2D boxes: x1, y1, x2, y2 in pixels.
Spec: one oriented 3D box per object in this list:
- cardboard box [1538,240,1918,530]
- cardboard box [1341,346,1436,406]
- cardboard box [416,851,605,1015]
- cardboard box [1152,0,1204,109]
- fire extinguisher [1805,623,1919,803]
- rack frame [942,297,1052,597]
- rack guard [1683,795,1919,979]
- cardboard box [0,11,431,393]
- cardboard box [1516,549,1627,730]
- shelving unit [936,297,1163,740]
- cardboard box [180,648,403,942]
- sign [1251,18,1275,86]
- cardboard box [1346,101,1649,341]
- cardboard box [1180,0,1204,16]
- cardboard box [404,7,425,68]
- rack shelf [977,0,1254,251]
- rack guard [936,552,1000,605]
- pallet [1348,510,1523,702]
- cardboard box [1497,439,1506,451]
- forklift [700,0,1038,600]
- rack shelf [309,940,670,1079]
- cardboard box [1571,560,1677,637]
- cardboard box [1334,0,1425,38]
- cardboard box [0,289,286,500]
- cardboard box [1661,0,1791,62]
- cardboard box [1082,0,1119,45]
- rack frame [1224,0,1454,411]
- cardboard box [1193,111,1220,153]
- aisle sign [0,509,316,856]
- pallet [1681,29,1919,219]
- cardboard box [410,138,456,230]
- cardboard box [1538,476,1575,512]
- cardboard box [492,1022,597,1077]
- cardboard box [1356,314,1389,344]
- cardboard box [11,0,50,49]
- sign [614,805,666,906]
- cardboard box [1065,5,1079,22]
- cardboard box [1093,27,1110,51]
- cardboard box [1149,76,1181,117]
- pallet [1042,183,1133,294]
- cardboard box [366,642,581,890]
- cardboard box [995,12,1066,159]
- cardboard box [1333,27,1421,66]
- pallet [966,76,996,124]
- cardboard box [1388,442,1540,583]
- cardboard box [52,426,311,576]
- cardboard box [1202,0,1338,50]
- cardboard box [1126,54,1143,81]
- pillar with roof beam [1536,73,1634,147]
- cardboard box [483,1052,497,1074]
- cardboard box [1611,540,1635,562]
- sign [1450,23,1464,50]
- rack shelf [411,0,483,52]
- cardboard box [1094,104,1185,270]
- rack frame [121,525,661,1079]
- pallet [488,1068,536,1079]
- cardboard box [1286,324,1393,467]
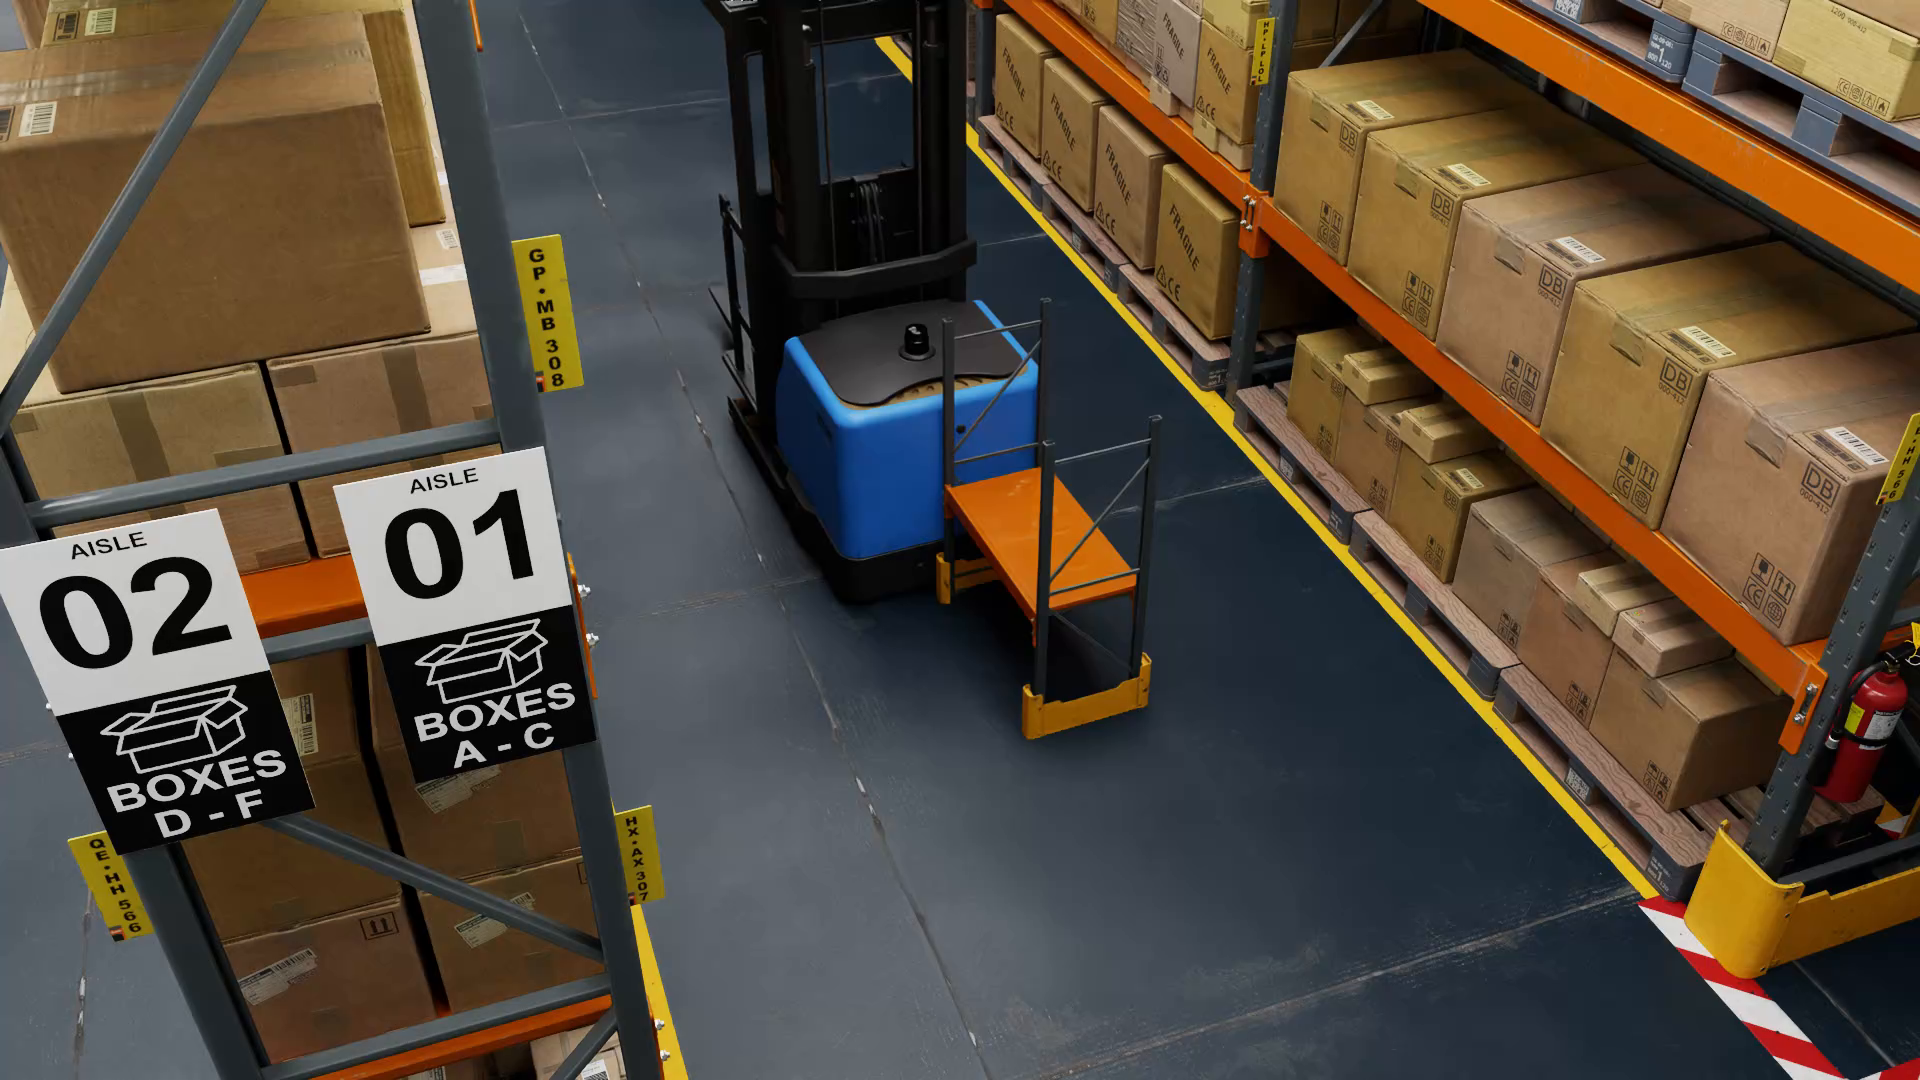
[{"bbox_3d":[2.908,-0.608,6.375,0.980,0.700,0.700,-13,39,-16],"label":"cardboard box"},{"bbox_3d":[2.085,-0.807,8.077,0.380,0.149,0.250,-11,38,-14],"label":"cardboard box"},{"bbox_3d":[-1.201,0.889,4.554,0.500,0.500,0.500,-12,39,-15],"label":"cardboard box"},{"bbox_3d":[1.397,-2.715,9.074,0.500,0.500,0.500,-12,39,-16],"label":"cardboard box"},{"bbox_3d":[2.972,0.567,5.439,0.296,0.674,0.183,-12,39,-16],"label":"fire extinguisher"},{"bbox_3d":[0.161,-0.388,7.579,0.500,1.500,0.032,-14,39,-18],"label":"rack frame"},{"bbox_3d":[3.362,1.219,6.277,1.175,0.500,0.348,-12,39,-16],"label":"rack guard"},{"bbox_3d":[-1.488,-0.690,3.326,0.700,0.500,0.500,-12,39,-16],"label":"cardboard box"},{"bbox_3d":[2.846,0.380,7.041,0.700,0.500,0.500,-13,39,-16],"label":"cardboard box"},{"bbox_3d":[0.358,-0.101,7.197,0.587,1.500,1.083,-14,39,-18],"label":"shelving unit"},{"bbox_3d":[-1.708,0.600,4.106,0.500,0.500,0.500,-13,39,-16],"label":"cardboard box"},{"bbox_3d":[1.471,-2.366,8.062,0.100,0.325,0.005,-12,39,-16],"label":"sign"},{"bbox_3d":[2.394,-1.450,7.492,0.980,0.700,0.700,-13,39,-17],"label":"cardboard box"},{"bbox_3d":[1.409,-3.021,8.858,0.500,0.250,0.500,-12,39,-15],"label":"cardboard box"},{"bbox_3d":[-1.740,-1.296,4.754,0.500,0.250,0.500,-12,39,-16],"label":"cardboard box"},{"bbox_3d":[1.289,-2.896,10.259,1.077,0.370,4.000,-12,39,-16],"label":"rack shelf"},{"bbox_3d":[0.169,0.122,7.941,0.587,0.250,0.087,-14,39,-18],"label":"rack guard"},{"bbox_3d":[2.589,0.197,7.874,1.003,0.211,1.213,-12,39,-16],"label":"pallet"},{"bbox_3d":[2.635,-0.572,7.766,0.380,0.149,0.250,-12,39,-15],"label":"cardboard box"},{"bbox_3d":[-0.623,-1.771,8.226,1.130,2.935,3.031,-14,39,-18],"label":"forklift"},{"bbox_3d":[-1.985,0.392,5.895,1.077,0.370,4.000,-12,39,-16],"label":"rack shelf"},{"bbox_3d":[2.715,0.224,6.709,0.380,0.149,0.250,-11,38,-15],"label":"cardboard box"},{"bbox_3d":[2.063,-2.833,8.608,0.500,0.250,0.500,-11,38,-15],"label":"cardboard box"},{"bbox_3d":[-1.713,-0.341,3.486,0.500,0.250,0.500,-12,39,-16],"label":"cardboard box"},{"bbox_3d":[2.672,-1.792,5.396,0.500,0.250,0.500,-14,39,-18],"label":"cardboard box"},{"bbox_3d":[1.055,-3.281,9.826,0.500,0.500,0.500,-11,38,-15],"label":"cardboard box"},{"bbox_3d":[1.977,-2.053,8.543,1.000,3.000,0.127,-12,39,-16],"label":"rack frame"},{"bbox_3d":[1.486,-2.231,8.971,0.380,0.149,0.250,-12,39,-15],"label":"cardboard box"},{"bbox_3d":[-1.560,0.298,3.261,0.394,0.787,0.004,-12,39,-16],"label":"aisle sign"},{"bbox_3d":[3.088,-1.373,5.221,1.003,0.211,1.213,-12,39,-16],"label":"pallet"},{"bbox_3d":[-1.394,-0.732,4.005,0.500,0.250,0.500,-12,39,-16],"label":"cardboard box"},{"bbox_3d":[2.812,-0.283,7.383,0.380,0.149,0.250,-12,39,-15],"label":"cardboard box"},{"bbox_3d":[-1.389,1.509,5.734,0.500,0.250,0.500,-12,39,-16],"label":"cardboard box"},{"bbox_3d":[2.275,-1.161,8.548,0.380,0.149,0.250,-13,39,-16],"label":"cardboard box"},{"bbox_3d":[-1.854,-1.250,4.070,0.700,0.500,0.500,-12,39,-16],"label":"cardboard box"},{"bbox_3d":[-0.787,0.776,4.067,0.100,0.325,0.005,-12,39,-16],"label":"sign"},{"bbox_3d":[0.887,-3.413,10.541,0.380,0.149,0.250,-12,39,-15],"label":"cardboard box"},{"bbox_3d":[1.034,-3.122,10.154,0.380,0.149,0.250,-12,39,-16],"label":"cardboard box"},{"bbox_3d":[1.293,-2.523,9.360,0.380,0.149,0.250,-12,39,-16],"label":"cardboard box"},{"bbox_3d":[1.217,-2.050,10.856,1.003,0.211,1.213,-12,39,-16],"label":"pallet"},{"bbox_3d":[-1.201,0.490,4.253,0.500,0.500,0.500,-11,38,-15],"label":"cardboard box"},{"bbox_3d":[0.730,-3.179,11.476,0.750,0.750,0.750,-13,39,-17],"label":"cardboard box"},{"bbox_3d":[2.055,-2.532,8.832,0.500,0.500,0.500,-14,39,-17],"label":"cardboard box"},{"bbox_3d":[0.333,-3.641,12.968,1.003,0.211,1.213,-12,39,-16],"label":"pallet"},{"bbox_3d":[2.482,-0.204,7.816,0.700,0.500,0.500,-12,39,-15],"label":"cardboard box"},{"bbox_3d":[-1.721,-0.140,3.634,0.500,0.250,0.500,-12,39,-16],"label":"cardboard box"},{"bbox_3d":[1.576,-2.730,8.472,0.500,0.250,0.500,-12,38,-15],"label":"cardboard box"},{"bbox_3d":[1.199,-2.820,9.753,0.380,0.149,0.250,-13,39,-17],"label":"cardboard box"},{"bbox_3d":[-1.012,-3.342,5.267,9.100,9.000,0.400,-12,39,-16],"label":"pillar with roof beam"},{"bbox_3d":[-1.770,1.687,5.567,0.380,0.166,0.250,-12,39,-16],"label":"cardboard box"},{"bbox_3d":[2.989,0.005,7.000,0.380,0.149,0.250,-12,39,-16],"label":"cardboard box"},{"bbox_3d":[2.498,-2.546,8.412,0.100,0.325,0.005,-12,39,-16],"label":"sign"},{"bbox_3d":[-1.985,-2.003,4.091,1.077,0.370,4.000,-12,39,-16],"label":"rack shelf"},{"bbox_3d":[1.323,-2.204,10.181,0.750,0.750,0.750,-11,38,-15],"label":"cardboard box"},{"bbox_3d":[-1.296,1.234,4.179,1.000,3.000,0.127,-12,39,-16],"label":"rack frame"},{"bbox_3d":[-1.598,1.855,5.672,1.003,0.211,1.213,-12,39,-16],"label":"pallet"},{"bbox_3d":[2.138,-0.779,8.580,0.700,0.500,0.500,-12,39,-15],"label":"cardboard box"}]
